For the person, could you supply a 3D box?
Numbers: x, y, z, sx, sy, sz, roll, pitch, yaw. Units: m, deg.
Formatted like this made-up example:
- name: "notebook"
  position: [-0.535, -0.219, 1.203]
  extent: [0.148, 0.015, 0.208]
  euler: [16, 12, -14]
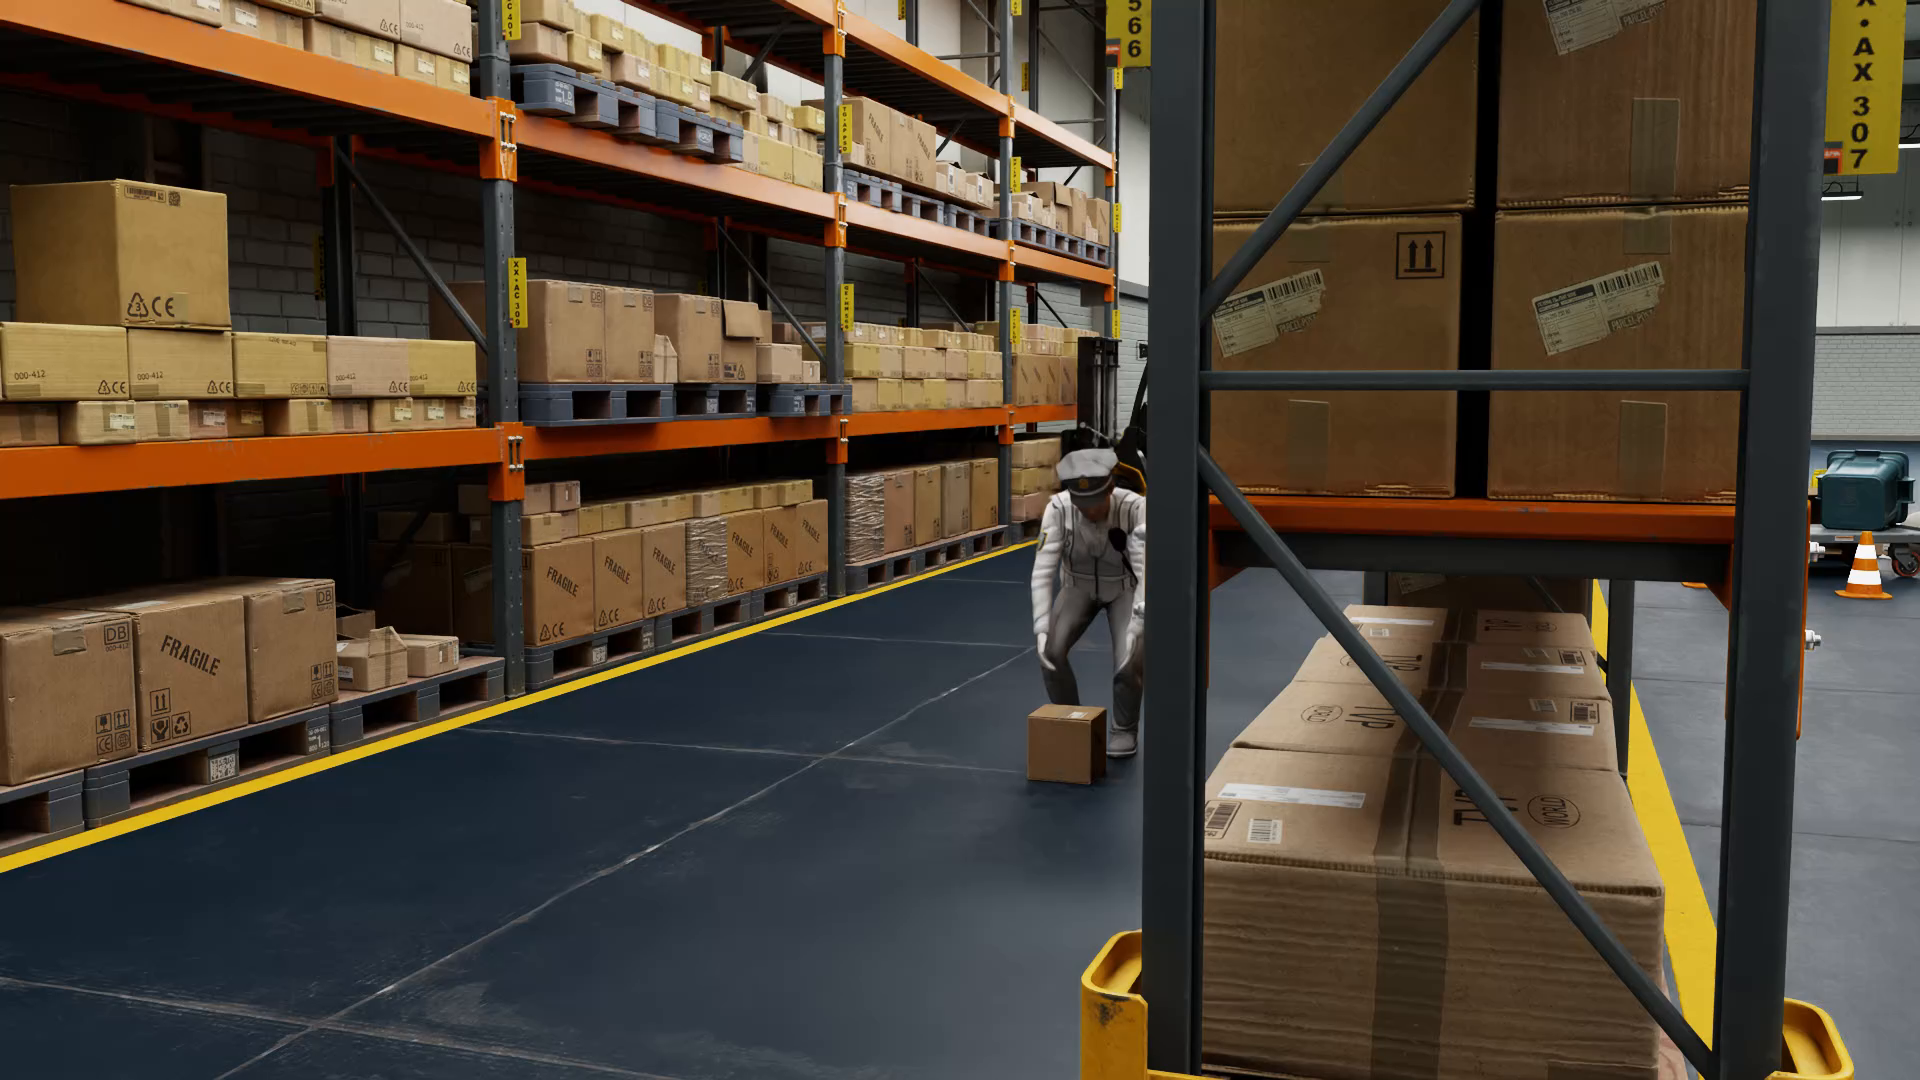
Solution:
- name: "person"
  position: [0.570, 0.252, 6.731]
  extent: [0.531, 1.263, 0.765]
  euler: [2, 6, 18]
